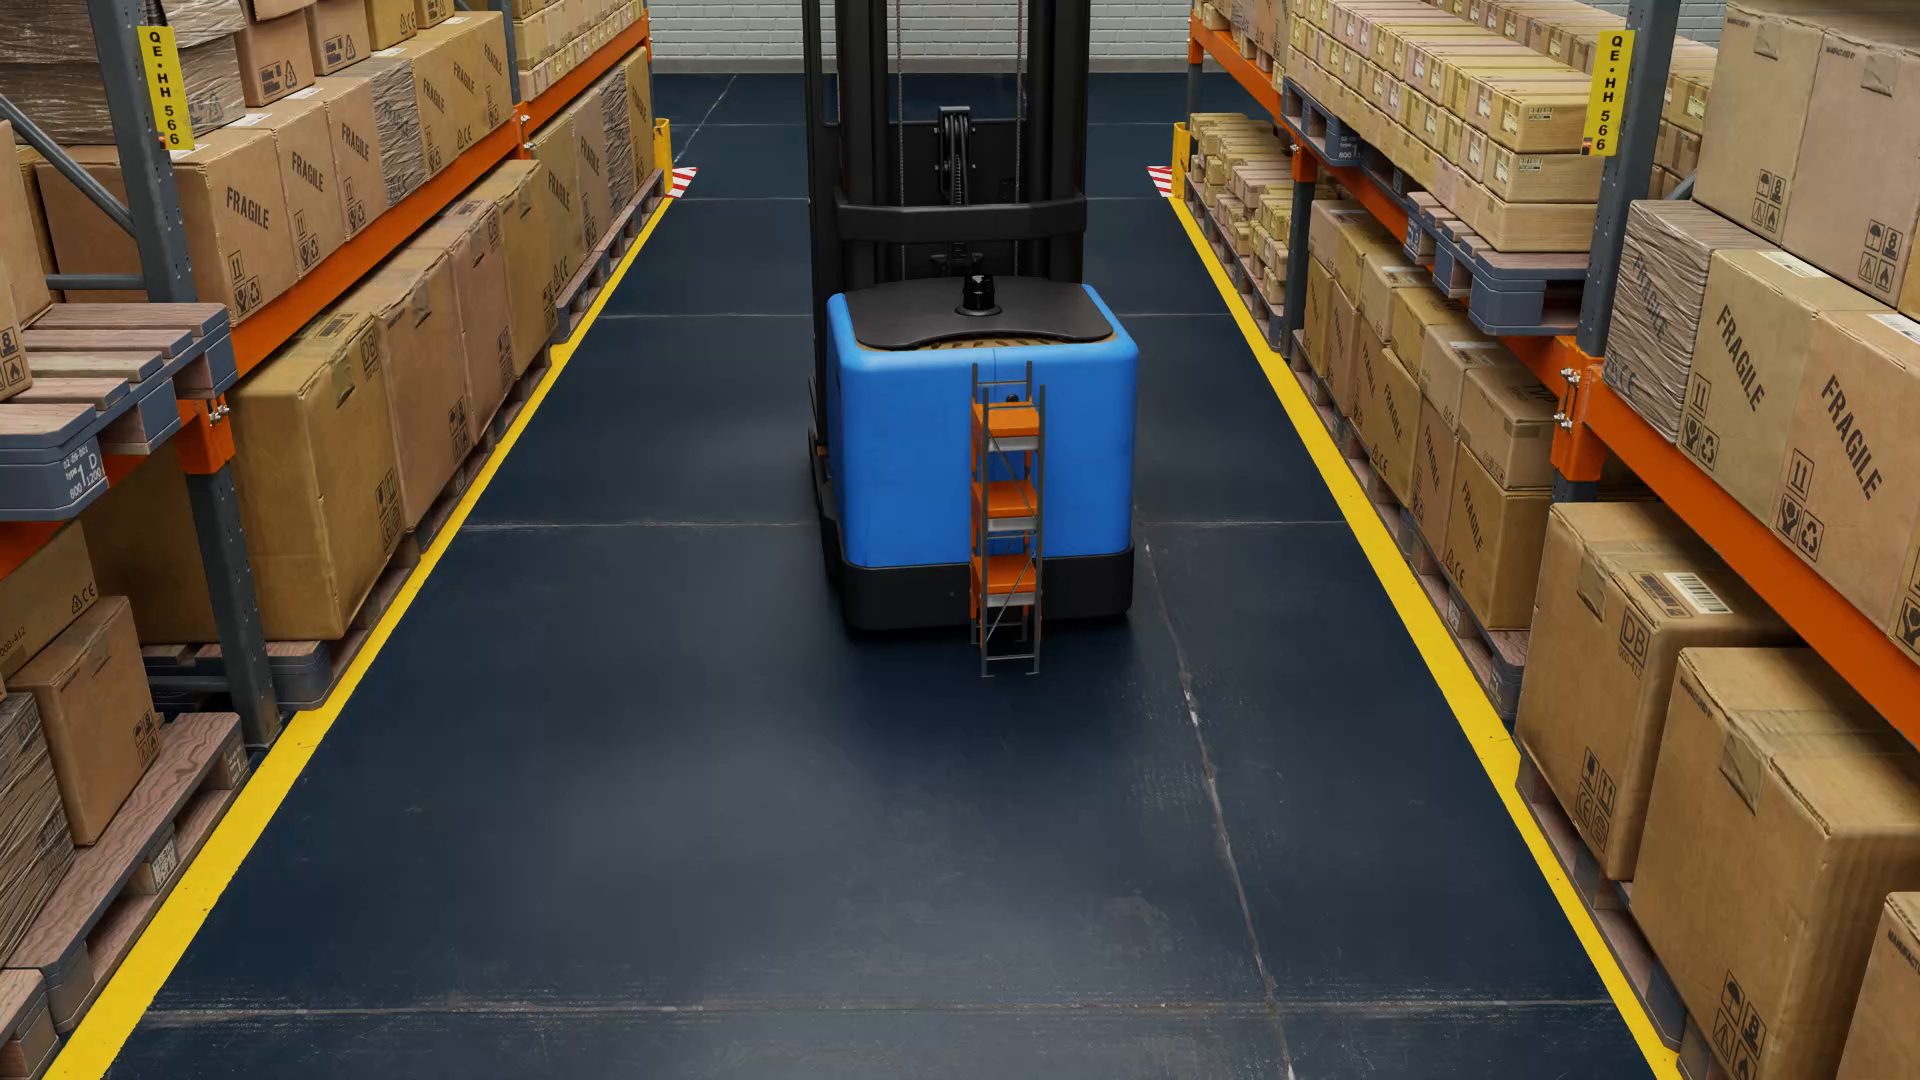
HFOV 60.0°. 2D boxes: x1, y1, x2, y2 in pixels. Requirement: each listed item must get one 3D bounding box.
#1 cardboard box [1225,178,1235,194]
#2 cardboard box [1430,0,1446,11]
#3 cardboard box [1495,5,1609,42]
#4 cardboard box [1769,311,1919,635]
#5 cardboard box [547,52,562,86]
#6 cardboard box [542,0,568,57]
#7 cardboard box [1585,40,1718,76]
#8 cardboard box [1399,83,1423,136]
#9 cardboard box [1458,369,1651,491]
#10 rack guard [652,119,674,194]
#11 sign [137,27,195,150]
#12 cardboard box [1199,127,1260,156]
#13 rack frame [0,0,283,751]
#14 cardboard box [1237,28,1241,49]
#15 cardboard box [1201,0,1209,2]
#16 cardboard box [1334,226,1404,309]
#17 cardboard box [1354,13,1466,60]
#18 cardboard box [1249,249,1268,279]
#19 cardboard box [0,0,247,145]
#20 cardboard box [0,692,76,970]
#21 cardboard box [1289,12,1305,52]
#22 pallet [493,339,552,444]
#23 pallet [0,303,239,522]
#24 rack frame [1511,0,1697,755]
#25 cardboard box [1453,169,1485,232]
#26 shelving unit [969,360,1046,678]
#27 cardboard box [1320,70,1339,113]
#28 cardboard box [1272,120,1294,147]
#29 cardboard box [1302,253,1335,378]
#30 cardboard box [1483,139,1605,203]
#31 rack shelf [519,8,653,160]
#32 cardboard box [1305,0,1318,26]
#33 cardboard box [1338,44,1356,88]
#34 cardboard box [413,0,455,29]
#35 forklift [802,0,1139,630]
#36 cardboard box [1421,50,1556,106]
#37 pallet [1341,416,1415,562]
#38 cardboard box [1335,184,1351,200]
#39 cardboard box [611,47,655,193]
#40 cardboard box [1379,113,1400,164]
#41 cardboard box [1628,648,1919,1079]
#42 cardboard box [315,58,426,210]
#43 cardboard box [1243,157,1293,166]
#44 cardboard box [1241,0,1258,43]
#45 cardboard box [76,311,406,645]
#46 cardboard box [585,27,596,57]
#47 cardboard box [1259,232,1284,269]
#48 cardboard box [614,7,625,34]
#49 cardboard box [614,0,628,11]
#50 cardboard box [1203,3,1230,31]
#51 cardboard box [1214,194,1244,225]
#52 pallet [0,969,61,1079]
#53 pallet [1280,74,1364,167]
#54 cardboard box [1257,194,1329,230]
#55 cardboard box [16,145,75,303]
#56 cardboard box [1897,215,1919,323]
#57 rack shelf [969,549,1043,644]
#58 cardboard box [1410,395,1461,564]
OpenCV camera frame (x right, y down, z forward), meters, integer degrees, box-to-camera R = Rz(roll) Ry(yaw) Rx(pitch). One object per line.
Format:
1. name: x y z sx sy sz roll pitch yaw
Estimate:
1. cardboard box: 1.961 -2.381 10.963 0.380 0.149 0.250 -1 24 -3
2. cardboard box: 2.425 -2.534 7.786 0.380 0.149 0.250 1 24 2
3. cardboard box: 2.432 -2.107 6.842 0.380 0.149 0.250 -1 24 -2
4. cardboard box: 2.018 -0.144 3.308 0.500 0.500 0.500 0 24 -1
5. cardboard box: -2.412 -2.596 9.154 0.380 0.149 0.250 1 24 1
6. cardboard box: -2.479 -2.837 9.203 0.500 0.250 0.500 0 24 -1
7. cardboard box: 2.447 -1.674 5.884 0.380 0.149 0.250 1 24 2
8. cardboard box: 1.796 -1.540 5.950 0.380 0.149 0.250 0 24 -1
9. cardboard box: 2.000 -0.377 5.557 0.500 0.250 0.500 -1 24 -2
10. rack guard: -2.779 -2.889 12.531 1.175 0.500 0.348 0 24 -1
11. sign: -2.149 -1.219 4.497 0.100 0.325 0.005 0 24 -1
12. cardboard box: 1.846 -2.727 11.368 0.380 0.149 0.250 0 24 -1
13. rack frame: -2.691 -0.722 4.705 1.000 3.000 0.127 0 24 -1
14. cardboard box: 1.926 -3.107 10.284 0.380 0.149 0.250 1 24 1
15. cardboard box: 1.911 -3.994 11.458 0.500 0.500 0.500 1 24 2
16. cardboard box: 1.978 -1.219 7.420 0.500 0.250 0.500 0 24 1
17. cardboard box: 1.785 -2.001 6.608 0.380 0.149 0.250 1 24 1
18. cardboard box: 1.894 -1.619 9.640 0.380 0.149 0.250 -1 24 -2
19. cardboard box: -2.683 -1.526 5.144 0.797 0.503 0.637 1 24 1
20. cardboard box: -2.645 0.721 4.014 0.700 0.500 0.500 -2 24 -5
21. cardboard box: 1.770 -2.398 7.847 0.380 0.149 0.250 0 24 0
22. pallet: -2.651 -0.782 8.222 1.003 0.211 1.213 0 24 -1
23. pallet: -2.577 -0.341 4.097 1.213 0.211 1.003 0 24 -1
24. rack frame: 2.269 -0.702 4.663 1.000 3.000 0.127 0 24 -1
25. cardboard box: 1.803 -1.083 5.299 0.380 0.149 0.250 0 24 -1
26. shelving unit: 0.156 -0.062 5.612 0.215 1.050 0.252 -3 25 -7
27. cardboard box: 1.779 -1.942 7.200 0.380 0.149 0.250 0 24 0
28. cardboard box: 2.386 -2.841 11.620 0.380 0.149 0.250 0 24 0
29. cardboard box: 1.969 -1.097 8.060 0.500 0.500 0.500 1 24 1
30. cardboard box: 1.809 -1.116 5.012 0.380 0.149 0.250 0 24 1
31. rack shelf: -2.757 -2.866 10.320 1.077 0.370 4.000 0 24 -1
32. cardboard box: 1.779 -2.419 7.532 0.380 0.149 0.250 0 24 1
33. cardboard box: 1.787 -1.967 6.894 0.380 0.149 0.250 1 24 2
34. cardboard box: -2.720 -2.609 7.541 0.797 0.503 0.637 -1 24 -2
35. forklift: -0.085 -1.592 6.714 1.130 2.935 3.031 -3 25 -7
36. cardboard box: 1.796 -1.571 5.658 0.380 0.149 0.250 0 24 1
37. pallet: 2.252 -0.255 7.058 1.003 0.211 1.213 0 24 -1
38. cardboard box: 2.408 -1.982 9.720 0.380 0.149 0.250 -1 24 -2
39. cardboard box: -2.692 -2.978 11.763 0.875 0.875 0.875 0 24 -1
40. cardboard box: 1.796 -1.509 6.241 0.380 0.149 0.250 0 24 1
41. cardboard box: 2.199 0.743 3.687 1.050 0.750 0.750 0 24 0
42. cardboard box: -2.445 -1.598 6.522 0.500 0.500 0.500 0 24 0
43. cardboard box: 1.981 -2.299 10.422 0.380 0.149 0.250 0 24 0
44. cardboard box: 1.929 -3.149 9.589 0.500 0.500 0.500 0 24 -1
45. cardboard box: -2.678 -0.229 5.686 1.225 0.875 0.875 -1 24 -3
46. cardboard box: -2.424 -3.021 10.095 0.380 0.149 0.250 -1 24 -2
47. cardboard box: 1.889 -1.618 9.277 0.380 0.149 0.250 -1 24 -3
48. cardboard box: -2.438 -3.444 11.031 0.380 0.149 0.250 0 24 0
49. cardboard box: -2.503 -3.678 11.063 0.500 0.250 0.500 -1 24 -1
50. cardboard box: 1.851 -3.534 11.228 0.380 0.149 0.250 -1 24 -2
51. cardboard box: 1.869 -2.150 10.815 0.380 0.149 0.250 -1 24 -3
52. pallet: -2.674 1.372 3.459 1.003 0.211 1.213 0 24 -1
53. pallet: 2.089 -1.947 7.649 1.003 0.211 1.213 0 24 -1
54. cardboard box: 1.909 -1.867 9.466 0.380 0.149 0.250 0 24 -1
55. cardboard box: -2.945 -0.969 5.132 0.500 0.500 0.500 0 24 1
56. cardboard box: 2.279 -0.599 3.099 0.700 0.500 0.500 -1 24 -1
57. rack shelf: 0.156 0.201 5.731 0.215 0.259 0.240 -3 25 -7
58. cardboard box: 1.999 -0.239 6.161 0.500 0.500 0.500 1 24 2
